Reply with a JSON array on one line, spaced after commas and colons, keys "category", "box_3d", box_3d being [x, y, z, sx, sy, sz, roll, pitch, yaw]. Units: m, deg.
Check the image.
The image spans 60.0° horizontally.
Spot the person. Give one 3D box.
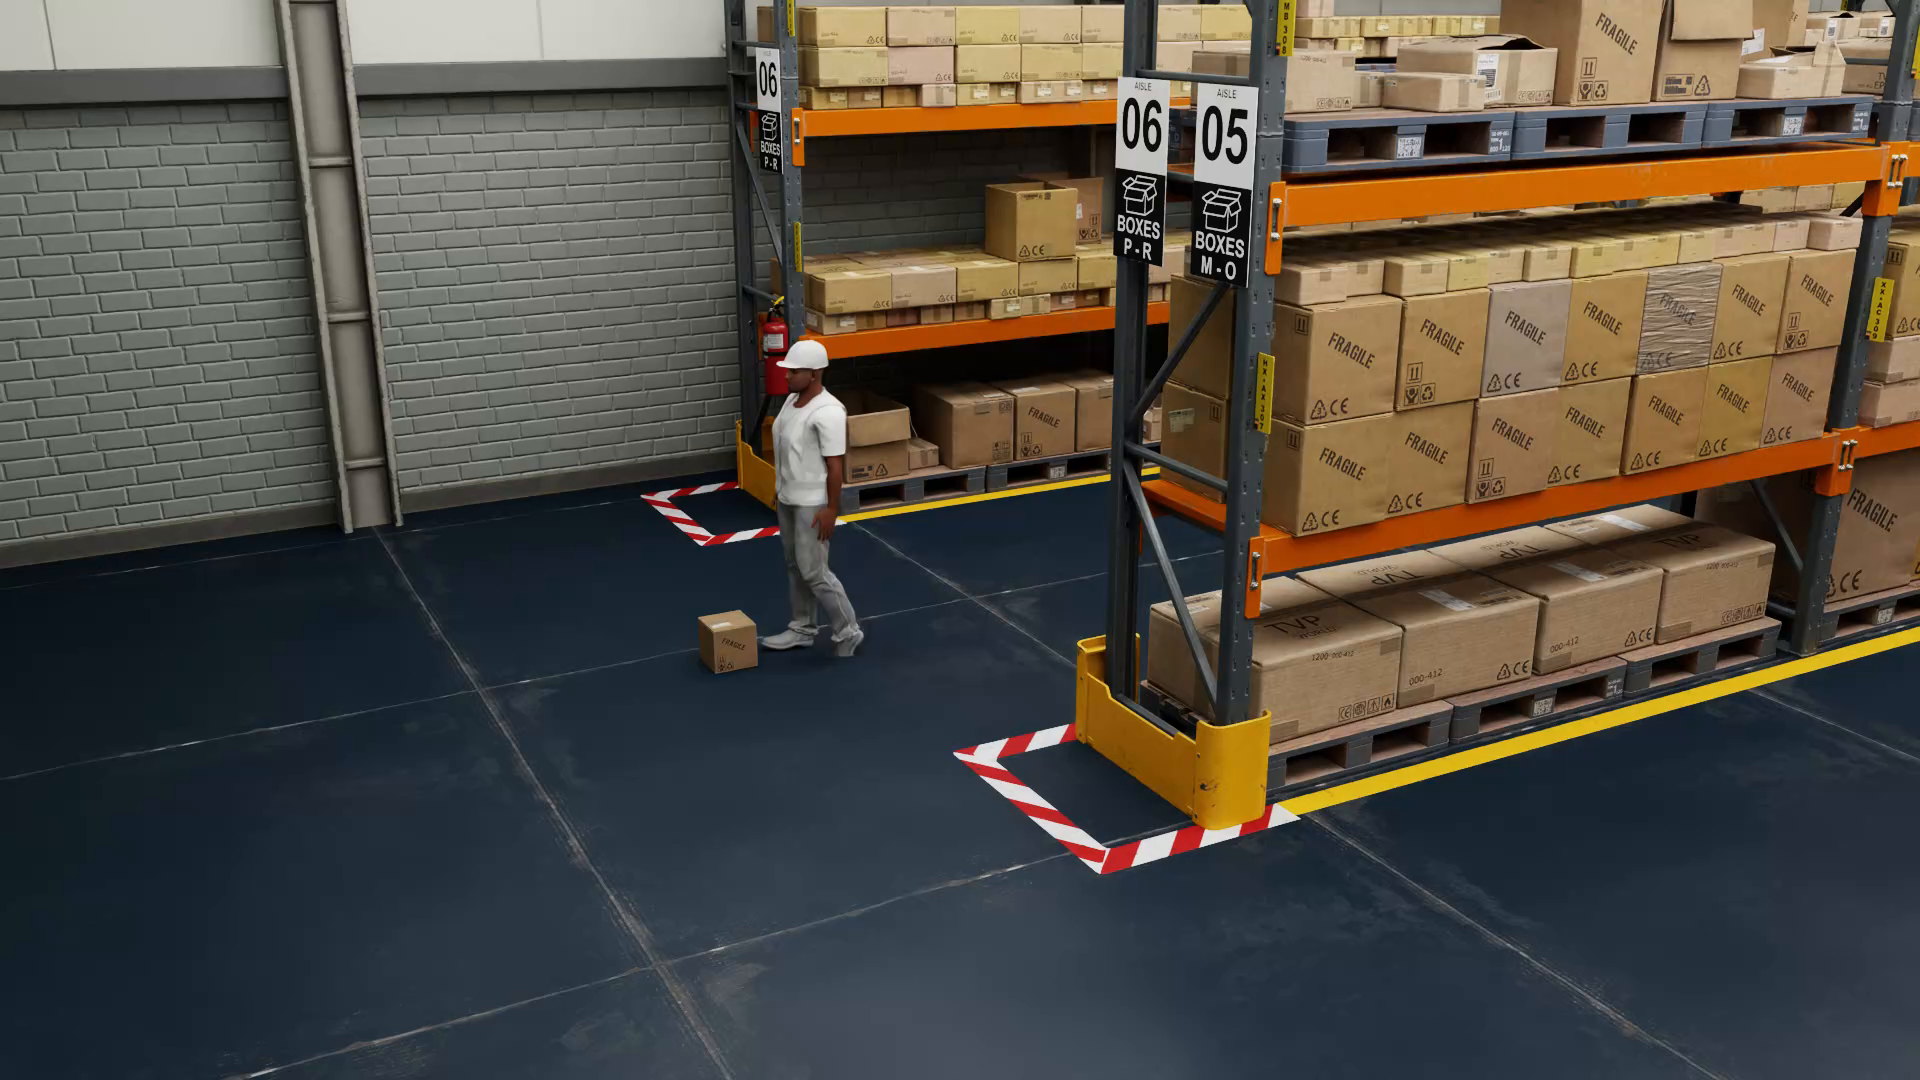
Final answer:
[{"category": "person", "box_3d": [-0.863, -0.195, 9.214, 0.513, 1.835, 0.585, -10, 21, -27]}]
